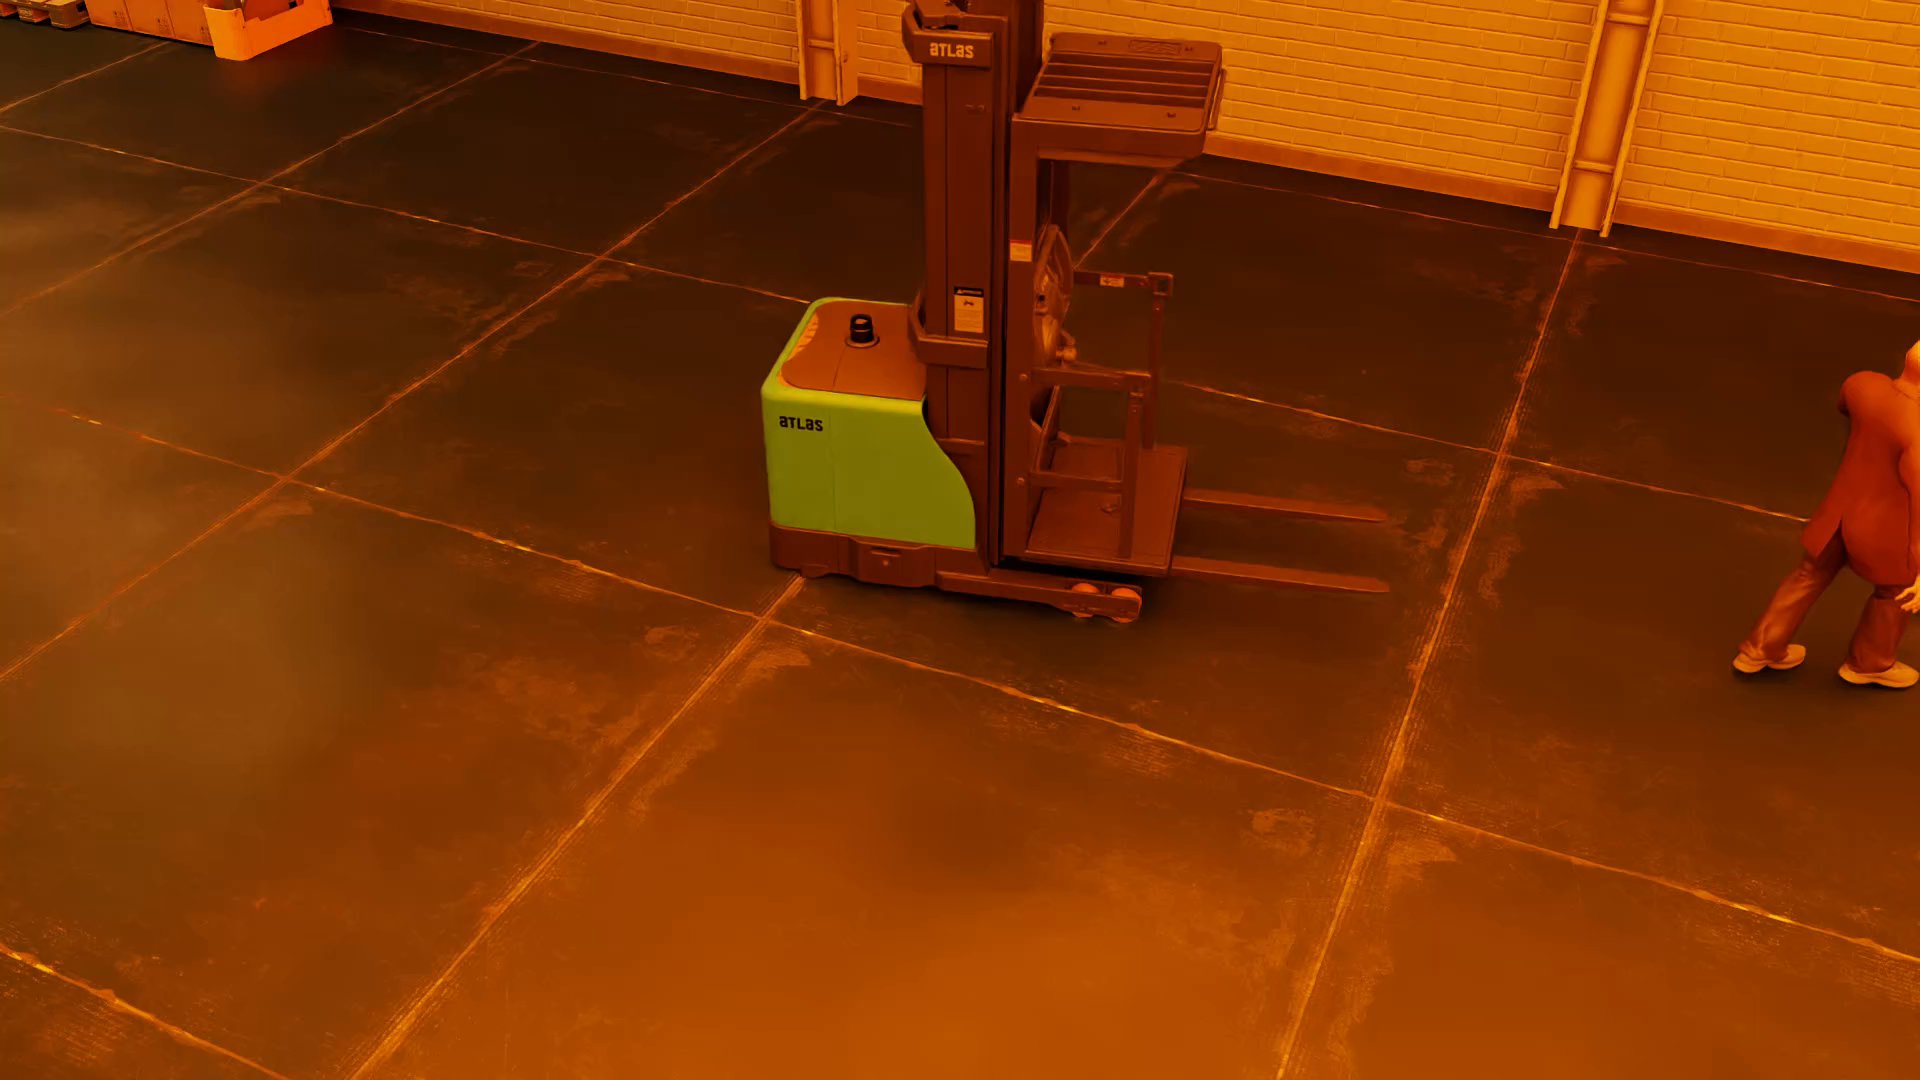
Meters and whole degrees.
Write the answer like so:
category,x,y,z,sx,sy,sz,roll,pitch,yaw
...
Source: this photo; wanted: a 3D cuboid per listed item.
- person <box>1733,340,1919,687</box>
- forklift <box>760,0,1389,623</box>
category,x,y,z,sx,sy,sz,roll,pitch,yaw
person,4.002,-0.087,7.180,0.812,1.755,1.022,-8,36,-11
forklift,0.617,-1.132,7.673,3.031,2.935,1.130,7,36,9
